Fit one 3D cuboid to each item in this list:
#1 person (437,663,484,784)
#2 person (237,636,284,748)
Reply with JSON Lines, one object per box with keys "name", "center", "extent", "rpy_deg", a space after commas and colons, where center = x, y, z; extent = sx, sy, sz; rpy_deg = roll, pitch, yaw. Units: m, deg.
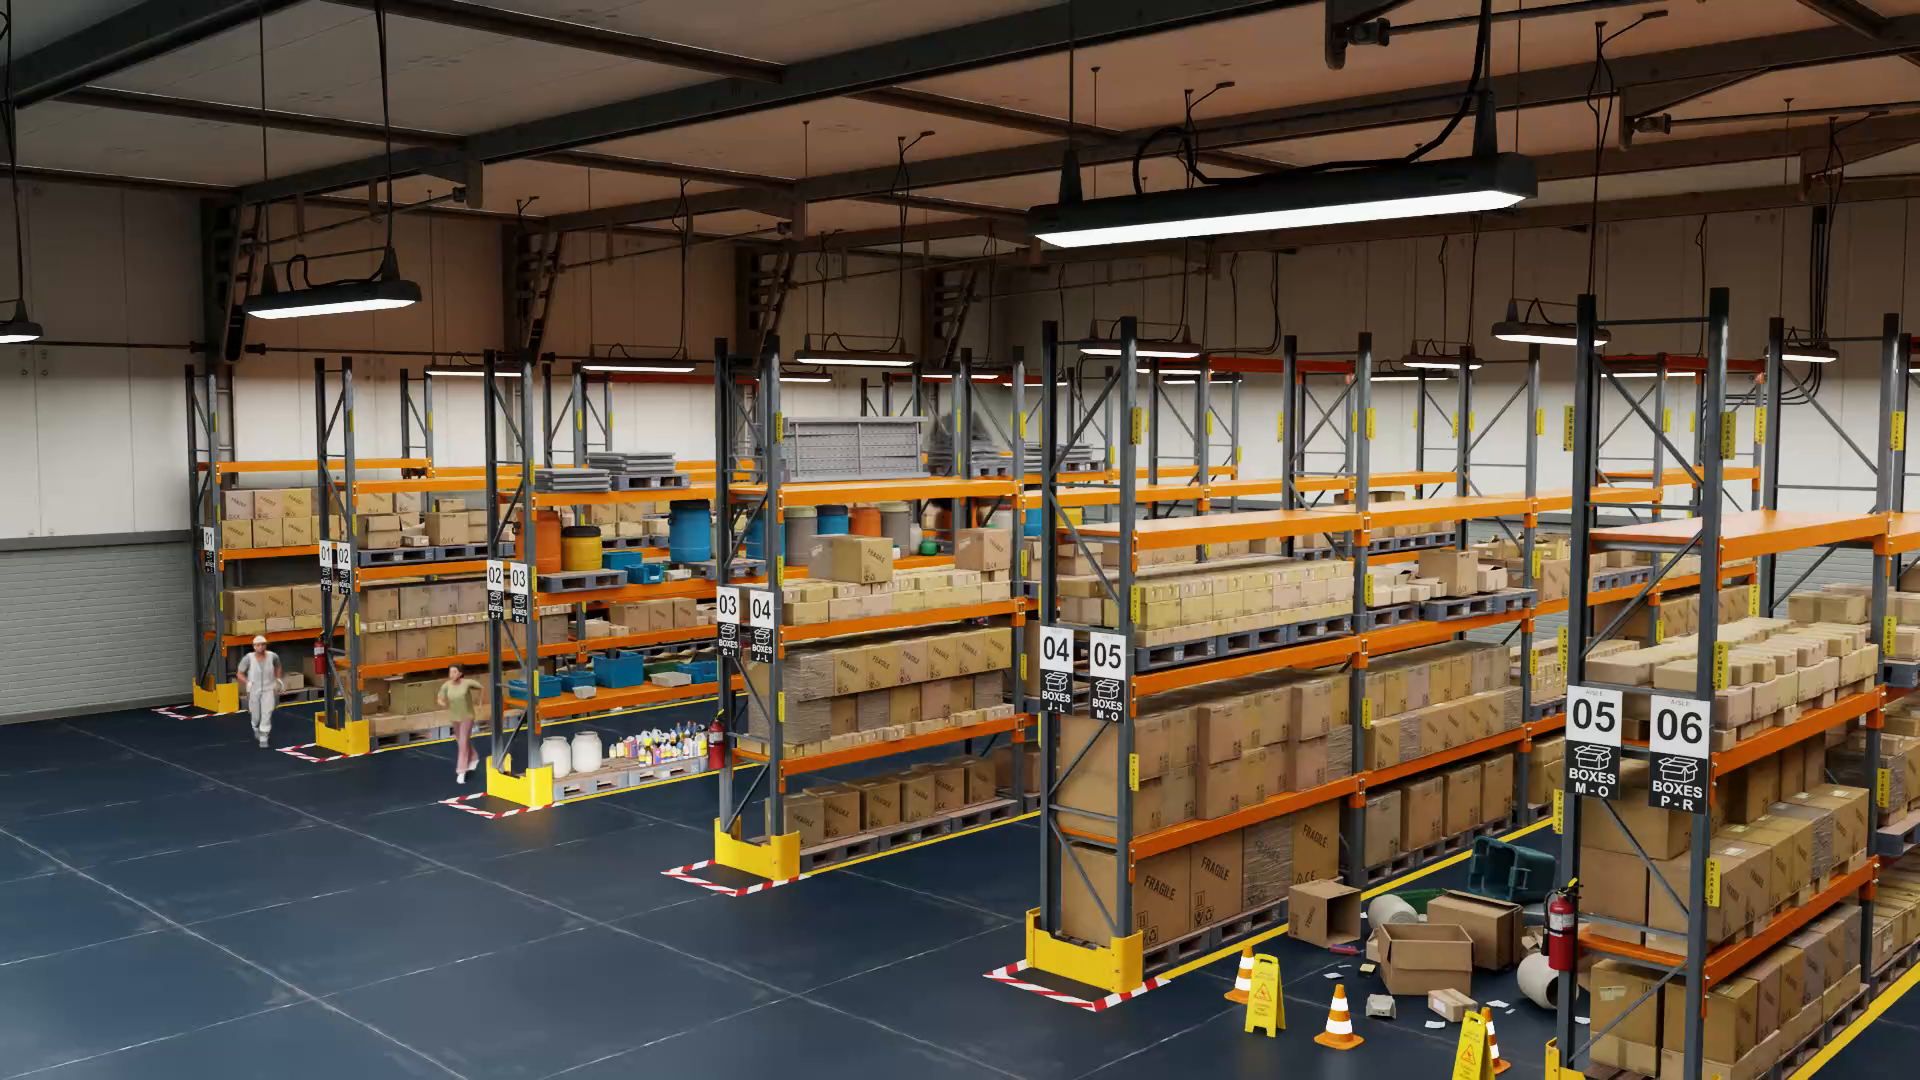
{"name": "person", "center": [-7.035, 2.544, 23.527], "extent": [0.585, 1.662, 0.927], "rpy_deg": [1, 4, 9]}
{"name": "person", "center": [-10.851, 2.325, 25.789], "extent": [0.664, 1.740, 0.842], "rpy_deg": [-2, 5, -26]}
